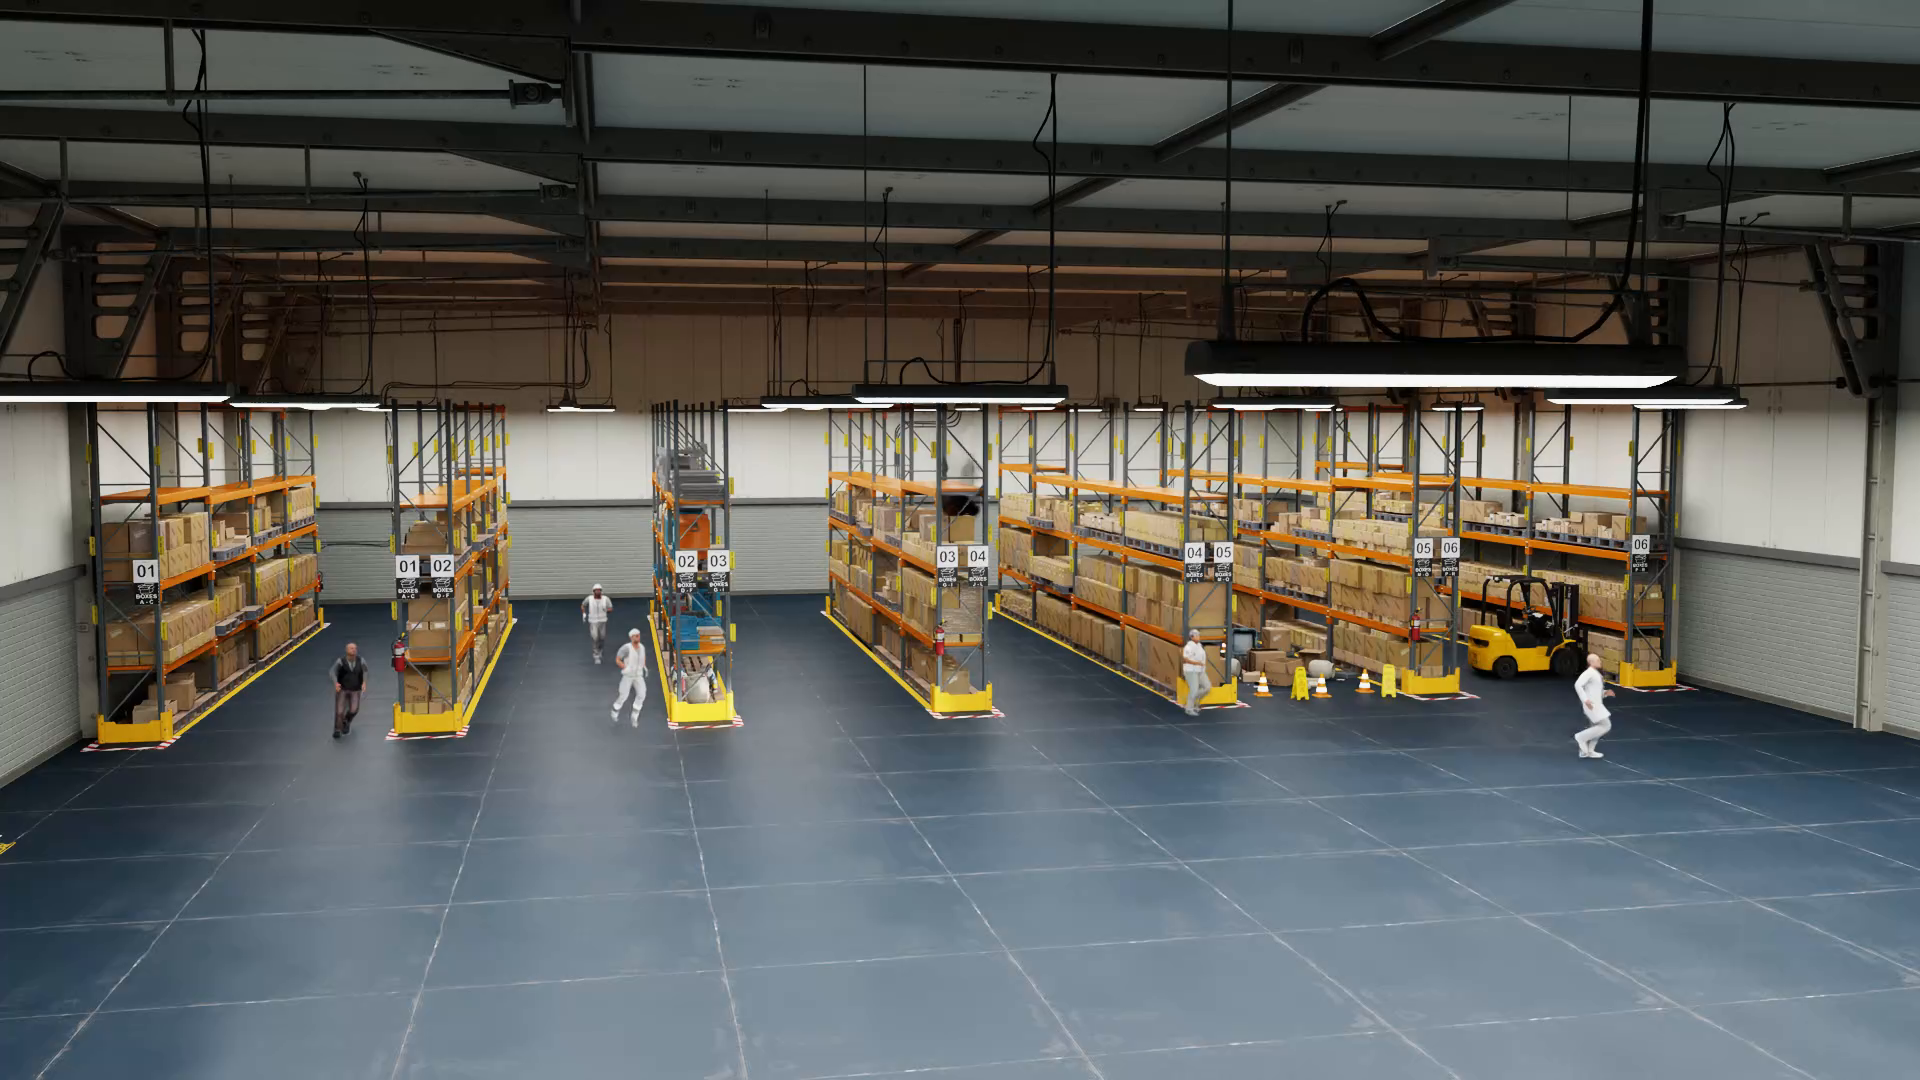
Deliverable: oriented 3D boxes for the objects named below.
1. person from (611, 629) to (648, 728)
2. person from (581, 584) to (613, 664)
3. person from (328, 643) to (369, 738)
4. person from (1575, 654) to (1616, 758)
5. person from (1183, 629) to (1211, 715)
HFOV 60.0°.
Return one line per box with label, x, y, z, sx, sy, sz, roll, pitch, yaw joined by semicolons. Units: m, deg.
person;-6.045;2.535;30.700;0.722;1.802;0.707;-4;6;-41
person;-8.355;1.911;38.385;0.675;1.793;0.959;-2;5;-22
person;-10.819;2.670;29.515;0.711;1.662;0.530;-2;5;-27
person;10.583;2.769;27.681;0.618;1.736;0.713;2;5;27
person;4.544;2.539;31.722;0.530;1.647;0.665;4;6;44
